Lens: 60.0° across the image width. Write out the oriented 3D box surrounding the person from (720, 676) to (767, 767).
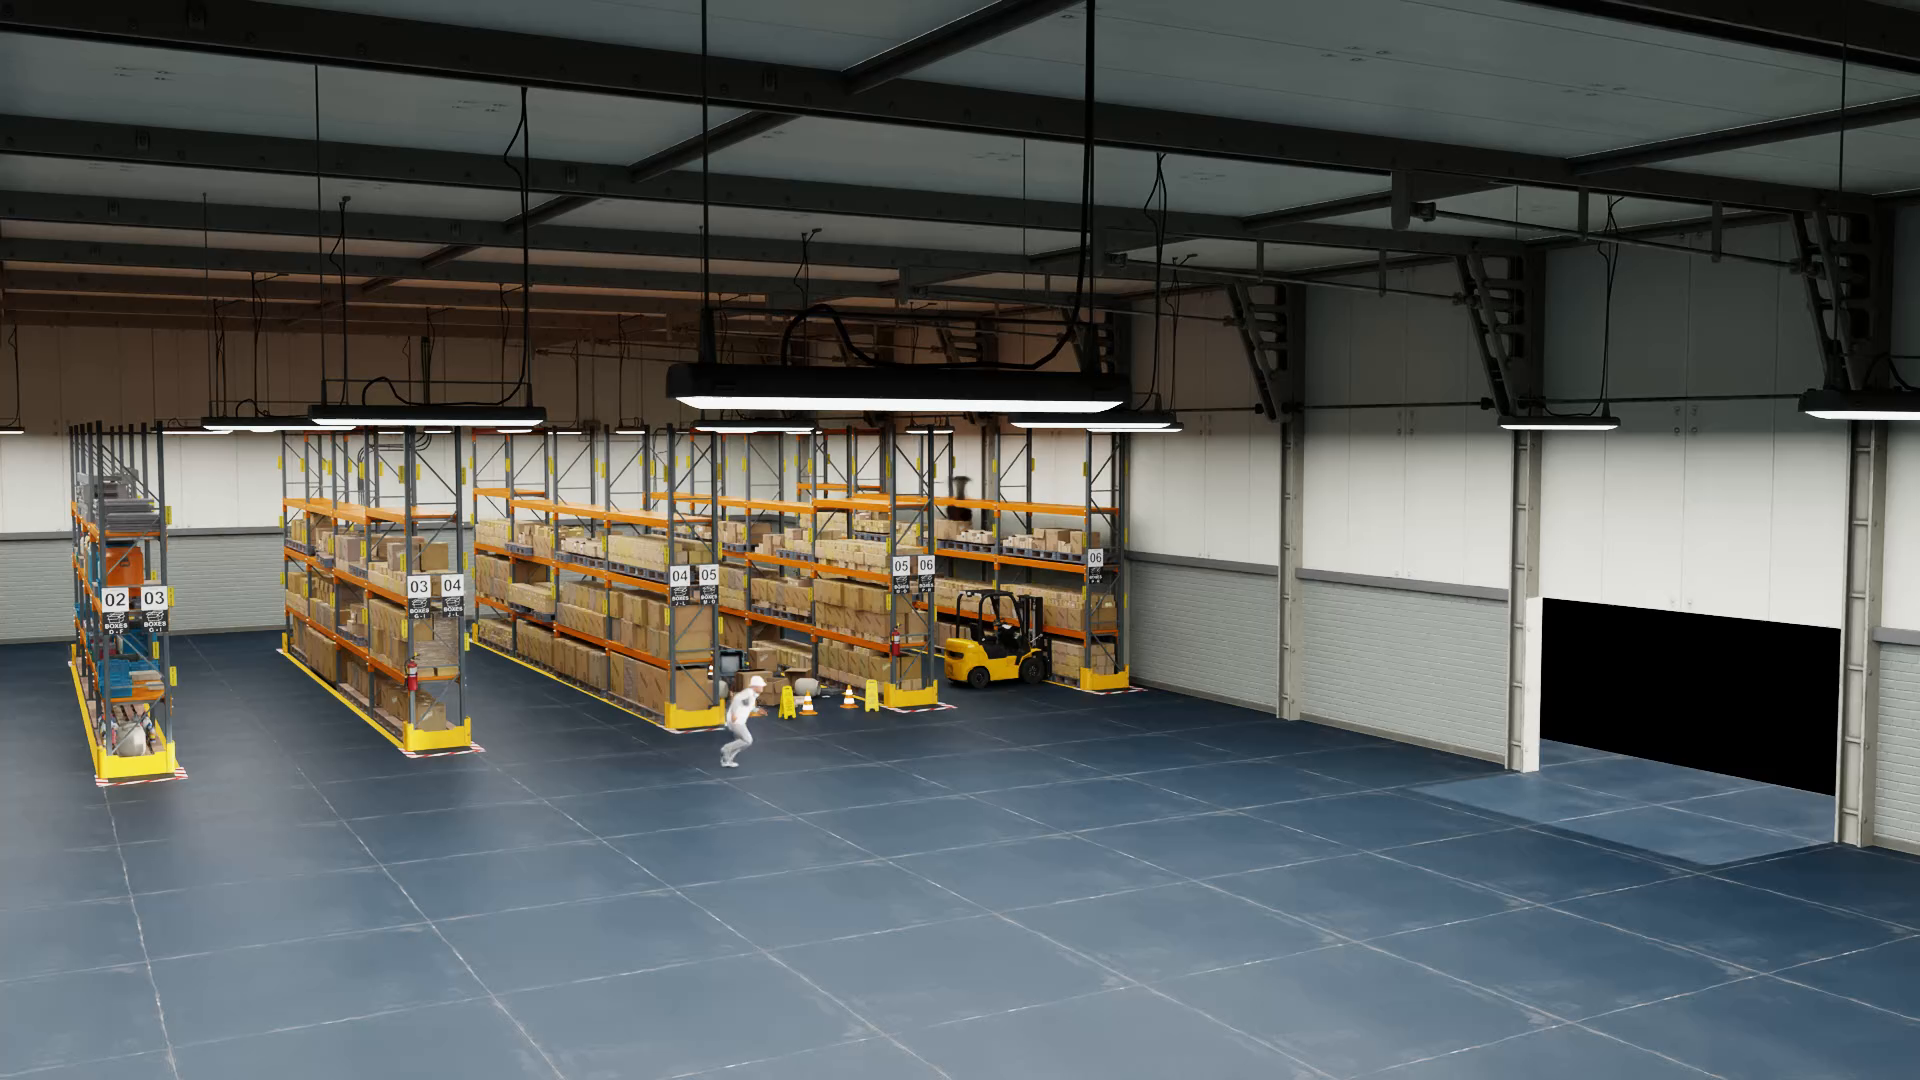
[{"bbox_3d":[-3.751,3.150,28.760,0.817,1.594,0.688,0,4,3],"label":"person"}]
